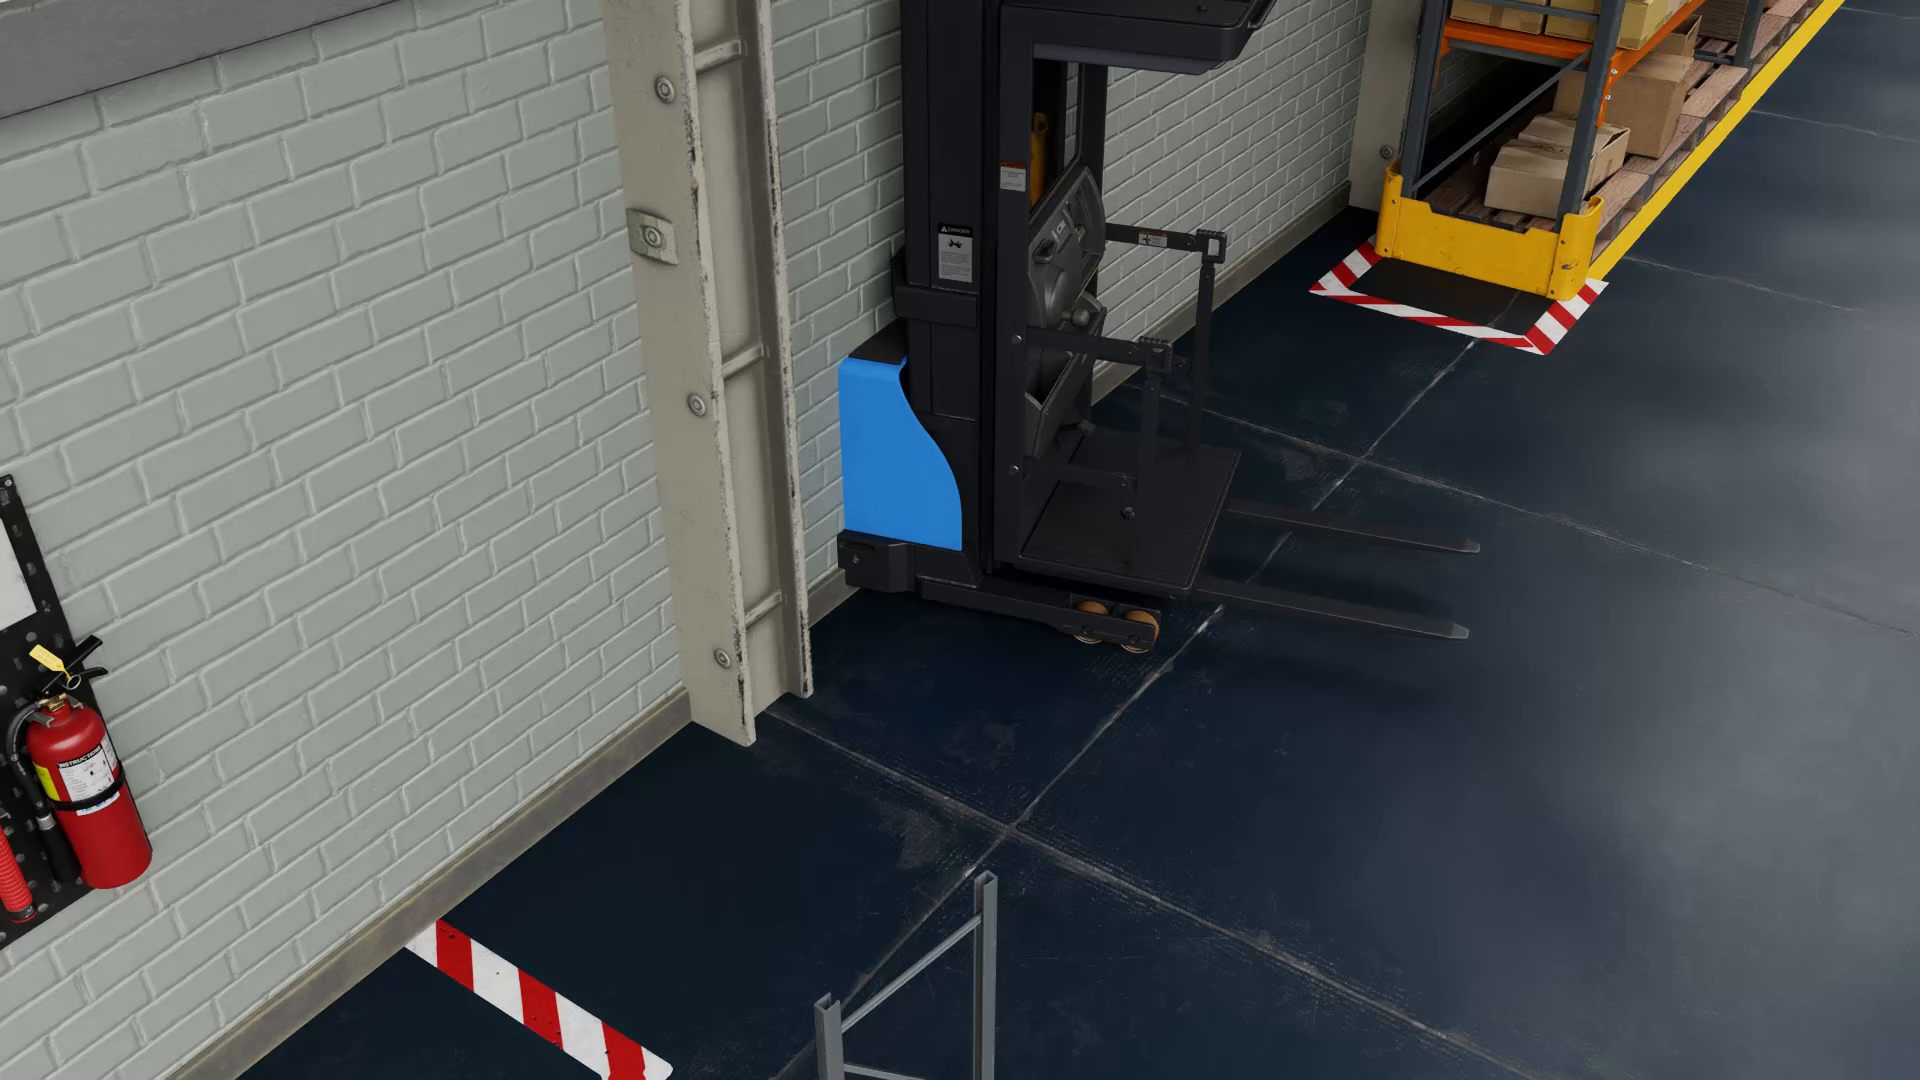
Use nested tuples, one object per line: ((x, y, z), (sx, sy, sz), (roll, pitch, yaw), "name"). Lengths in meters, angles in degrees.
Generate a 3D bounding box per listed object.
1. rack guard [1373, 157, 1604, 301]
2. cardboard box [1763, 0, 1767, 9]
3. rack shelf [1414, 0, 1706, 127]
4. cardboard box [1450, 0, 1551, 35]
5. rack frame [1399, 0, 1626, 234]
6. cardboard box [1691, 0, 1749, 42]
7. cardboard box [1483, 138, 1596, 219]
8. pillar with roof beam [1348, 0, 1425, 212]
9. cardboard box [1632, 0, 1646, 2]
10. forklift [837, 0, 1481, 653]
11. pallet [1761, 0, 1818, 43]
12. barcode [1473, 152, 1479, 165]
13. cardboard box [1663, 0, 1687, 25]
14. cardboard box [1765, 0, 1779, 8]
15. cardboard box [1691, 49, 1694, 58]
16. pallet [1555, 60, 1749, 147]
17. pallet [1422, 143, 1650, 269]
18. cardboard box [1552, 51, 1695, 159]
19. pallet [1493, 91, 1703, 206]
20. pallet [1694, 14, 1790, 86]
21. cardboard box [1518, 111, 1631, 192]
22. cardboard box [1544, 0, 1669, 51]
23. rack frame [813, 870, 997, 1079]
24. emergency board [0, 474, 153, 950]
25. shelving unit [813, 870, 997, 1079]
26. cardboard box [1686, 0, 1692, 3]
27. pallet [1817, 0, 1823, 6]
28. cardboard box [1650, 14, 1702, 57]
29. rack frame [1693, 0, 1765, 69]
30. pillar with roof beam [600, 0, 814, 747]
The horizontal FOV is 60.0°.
((2.978, -1.782, 9.439), (1.175, 0.500, 0.348), (21, 39, 28), "rack guard")
((5.875, -4.368, 12.870), (0.700, 0.500, 0.500), (20, 39, 27), "cardboard box")
((4.075, -3.405, 10.249), (1.077, 0.370, 4.000), (21, 39, 28), "rack shelf")
((3.042, -3.005, 9.133), (0.500, 0.250, 0.500), (22, 40, 29), "cardboard box")
((2.935, -2.782, 8.687), (1.000, 3.000, 0.127), (21, 39, 28), "rack frame")
((5.622, -4.114, 12.494), (0.700, 0.500, 0.500), (23, 40, 30), "cardboard box")
((3.404, -2.140, 9.745), (0.500, 0.311, 0.500), (17, 37, 23), "cardboard box")
((6.160, -4.491, 5.858), (9.100, 9.000, 0.400), (21, 39, 28), "pillar with roof beam")
((3.454, -3.163, 8.696), (0.500, 0.500, 0.500), (21, 39, 28), "cardboard box")
((0.595, -1.102, 6.263), (3.031, 2.935, 1.130), (11, 35, 15), "forklift")
((6.354, -4.391, 13.554), (1.003, 0.211, 1.213), (21, 39, 28), "pallet")
((3.085, -2.280, 9.944), (0.001, 0.075, 0.075), (21, 39, 28), "barcode")
((3.759, -3.095, 9.265), (0.500, 0.250, 0.500), (20, 39, 27), "cardboard box")
((6.199, -4.590, 13.198), (0.700, 0.500, 0.500), (22, 40, 29), "cardboard box")
((4.935, -3.376, 11.701), (0.380, 0.166, 0.250), (16, 37, 22), "cardboard box")
((4.862, -3.148, 11.716), (1.003, 0.211, 1.213), (21, 39, 28), "pallet")
((3.471, -2.025, 10.056), (1.003, 0.211, 1.213), (21, 39, 28), "pallet")
((4.188, -2.803, 10.555), (0.700, 0.500, 0.500), (19, 38, 25), "cardboard box")
((4.167, -2.584, 10.882), (1.003, 0.211, 1.213), (21, 39, 28), "pallet")
((5.659, -3.827, 12.720), (1.003, 0.211, 1.213), (21, 39, 28), "pallet")
((3.729, -2.403, 10.133), (0.500, 0.311, 0.500), (25, 41, 32), "cardboard box")
((3.474, -2.852, 8.905), (0.500, 0.250, 0.500), (20, 39, 27), "cardboard box")
((-0.103, 1.430, 3.797), (0.032, 1.500, 0.500), (28, 43, 35), "rack frame")
((-2.238, 0.506, 3.825), (0.194, 1.169, 0.643), (21, 39, 28), "emergency board")
((0.260, 1.622, 3.513), (1.083, 1.500, 0.587), (28, 43, 35), "shelving unit")
((4.054, -3.328, 9.609), (0.500, 0.250, 0.500), (21, 39, 27), "cardboard box")
((7.050, -4.950, 14.381), (1.003, 0.211, 1.213), (21, 39, 28), "pallet")
((4.657, -3.279, 11.260), (0.500, 0.500, 0.500), (18, 38, 25), "cardboard box")
((5.216, -4.623, 11.409), (1.000, 3.000, 0.127), (21, 39, 28), "rack frame")
((2.739, -1.730, 1.775), (9.100, 9.000, 0.400), (21, 39, 28), "pillar with roof beam")
